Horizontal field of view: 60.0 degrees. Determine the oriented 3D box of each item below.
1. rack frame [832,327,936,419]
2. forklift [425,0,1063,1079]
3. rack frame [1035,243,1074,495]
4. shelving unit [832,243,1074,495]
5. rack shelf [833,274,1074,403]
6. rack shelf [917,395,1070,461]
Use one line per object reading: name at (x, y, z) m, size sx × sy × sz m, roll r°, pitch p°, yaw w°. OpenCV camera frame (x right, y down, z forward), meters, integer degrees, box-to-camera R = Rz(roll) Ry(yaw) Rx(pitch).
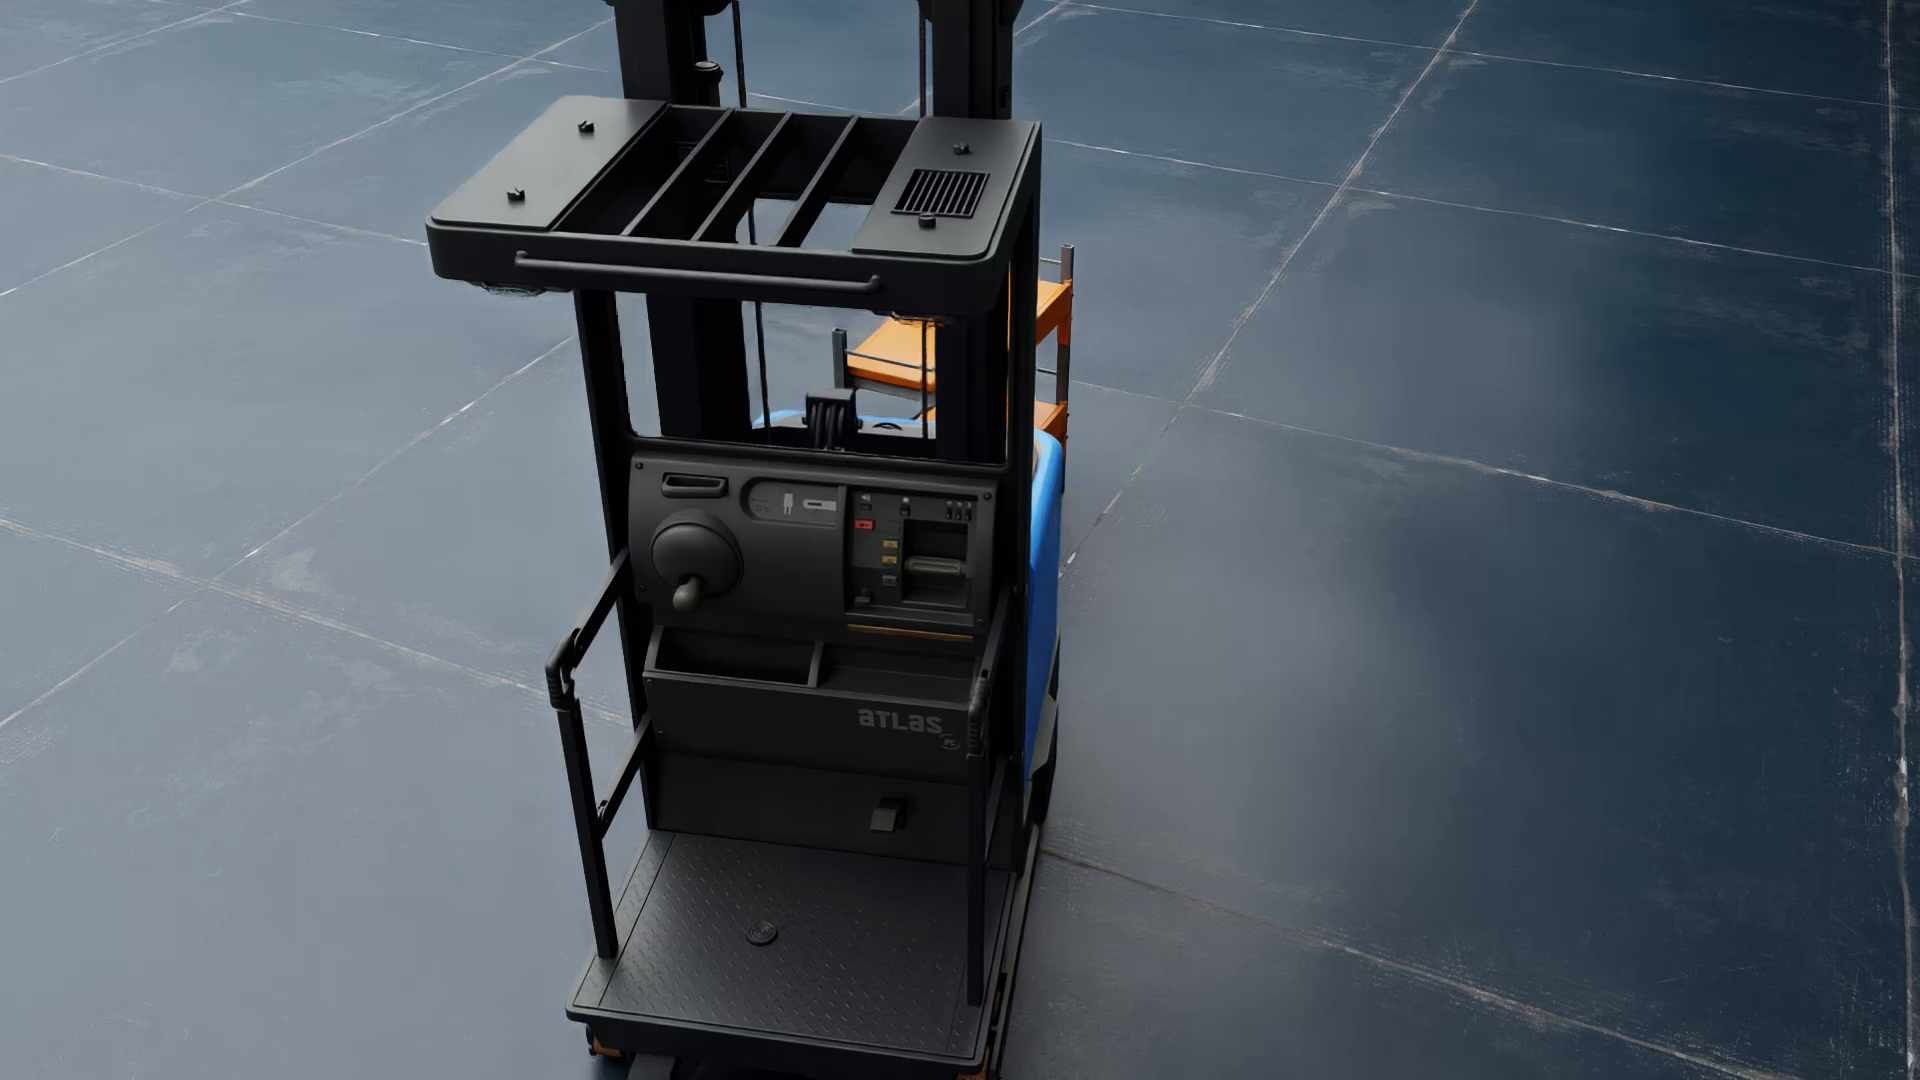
rack frame at (-0.216, -0.214, 6.050) m, size 0.500 × 1.125 × 0.032 m, roll 14°, pitch 36°, yaw 20°
forklift at (-0.406, 0.070, 3.971) m, size 1.130 × 2.935 × 3.031 m, roll 5°, pitch 34°, yaw 8°
rack frame at (0.210, -0.720, 6.823) m, size 0.500 × 1.125 × 0.032 m, roll 14°, pitch 36°, yaw 20°
shelving unit at (-0.003, -0.467, 6.436) m, size 0.538 × 1.125 × 1.048 m, roll 14°, pitch 36°, yaw 20°
rack shelf at (-0.003, -0.712, 6.276) m, size 0.538 × 0.278 × 1.000 m, roll 14°, pitch 36°, yaw 20°
rack shelf at (-0.003, -0.263, 6.570) m, size 0.538 × 0.278 × 1.000 m, roll 14°, pitch 36°, yaw 20°
